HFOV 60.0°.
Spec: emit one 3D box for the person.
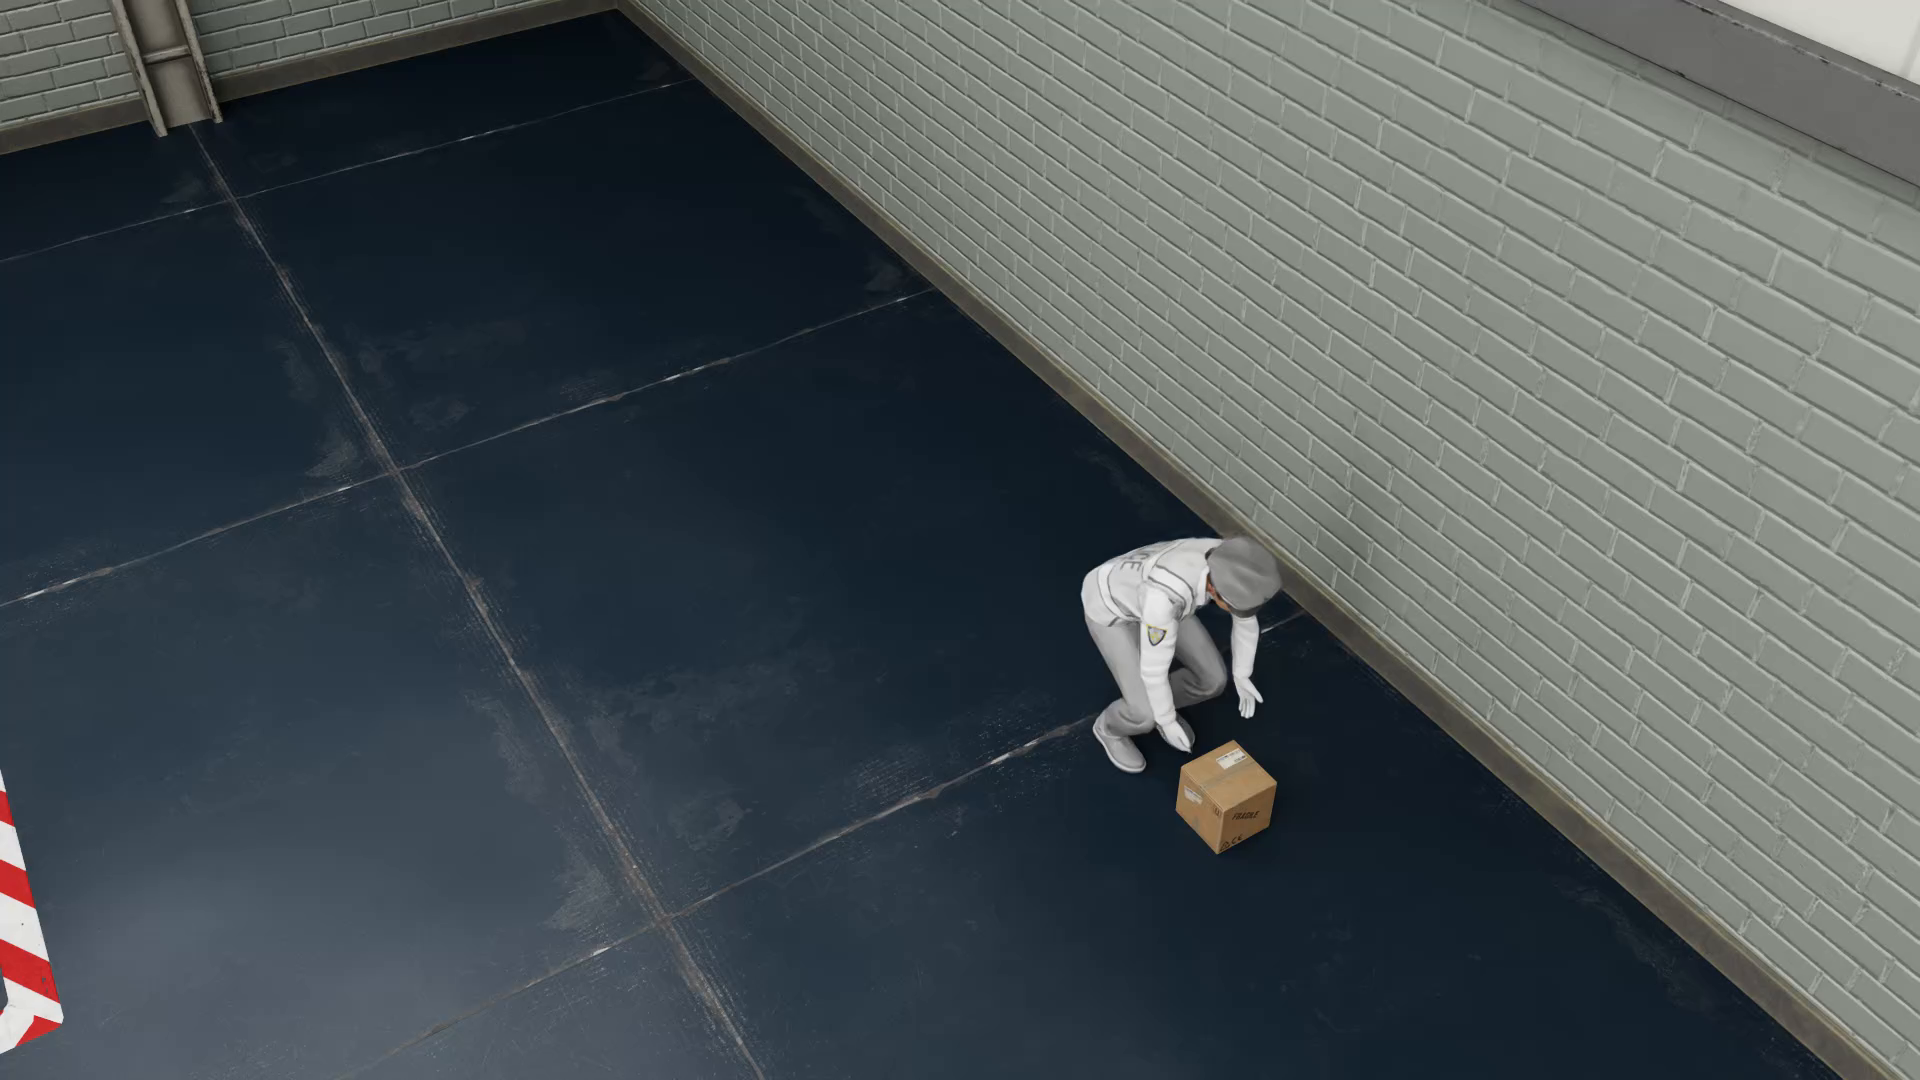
[{"bbox_3d":[0.799,0.364,6.092,0.526,1.207,0.787,-23,46,-24],"label":"person"}]
